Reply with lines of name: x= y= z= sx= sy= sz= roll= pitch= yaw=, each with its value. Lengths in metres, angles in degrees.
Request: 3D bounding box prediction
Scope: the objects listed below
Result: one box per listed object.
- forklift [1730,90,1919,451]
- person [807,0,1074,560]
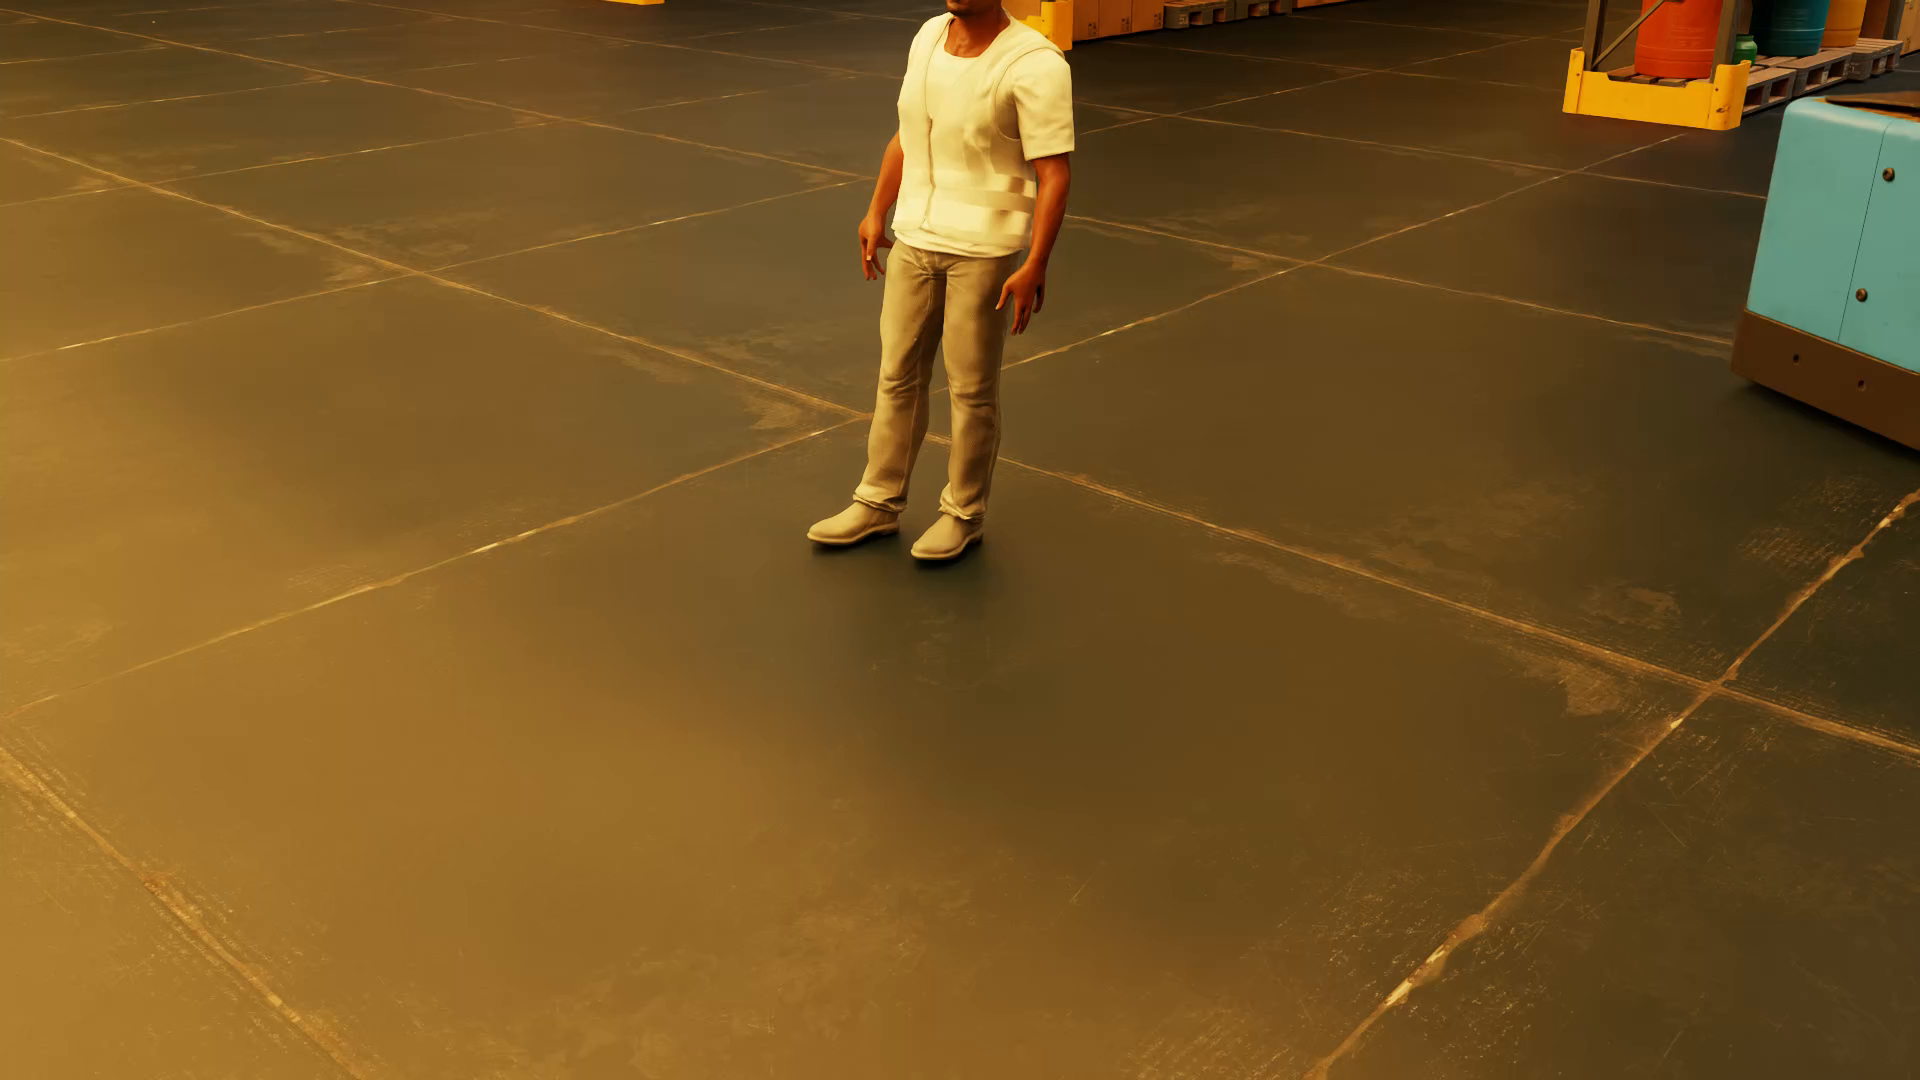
forklift: x=4.469 y=-1.912 z=5.686 sx=3.031 sy=2.935 sz=1.130 roll=-7 pitch=25 yaw=-16
person: x=-0.051 y=-0.797 z=4.576 sx=0.665 sy=1.765 sz=0.577 roll=20 pitch=31 yaw=38
